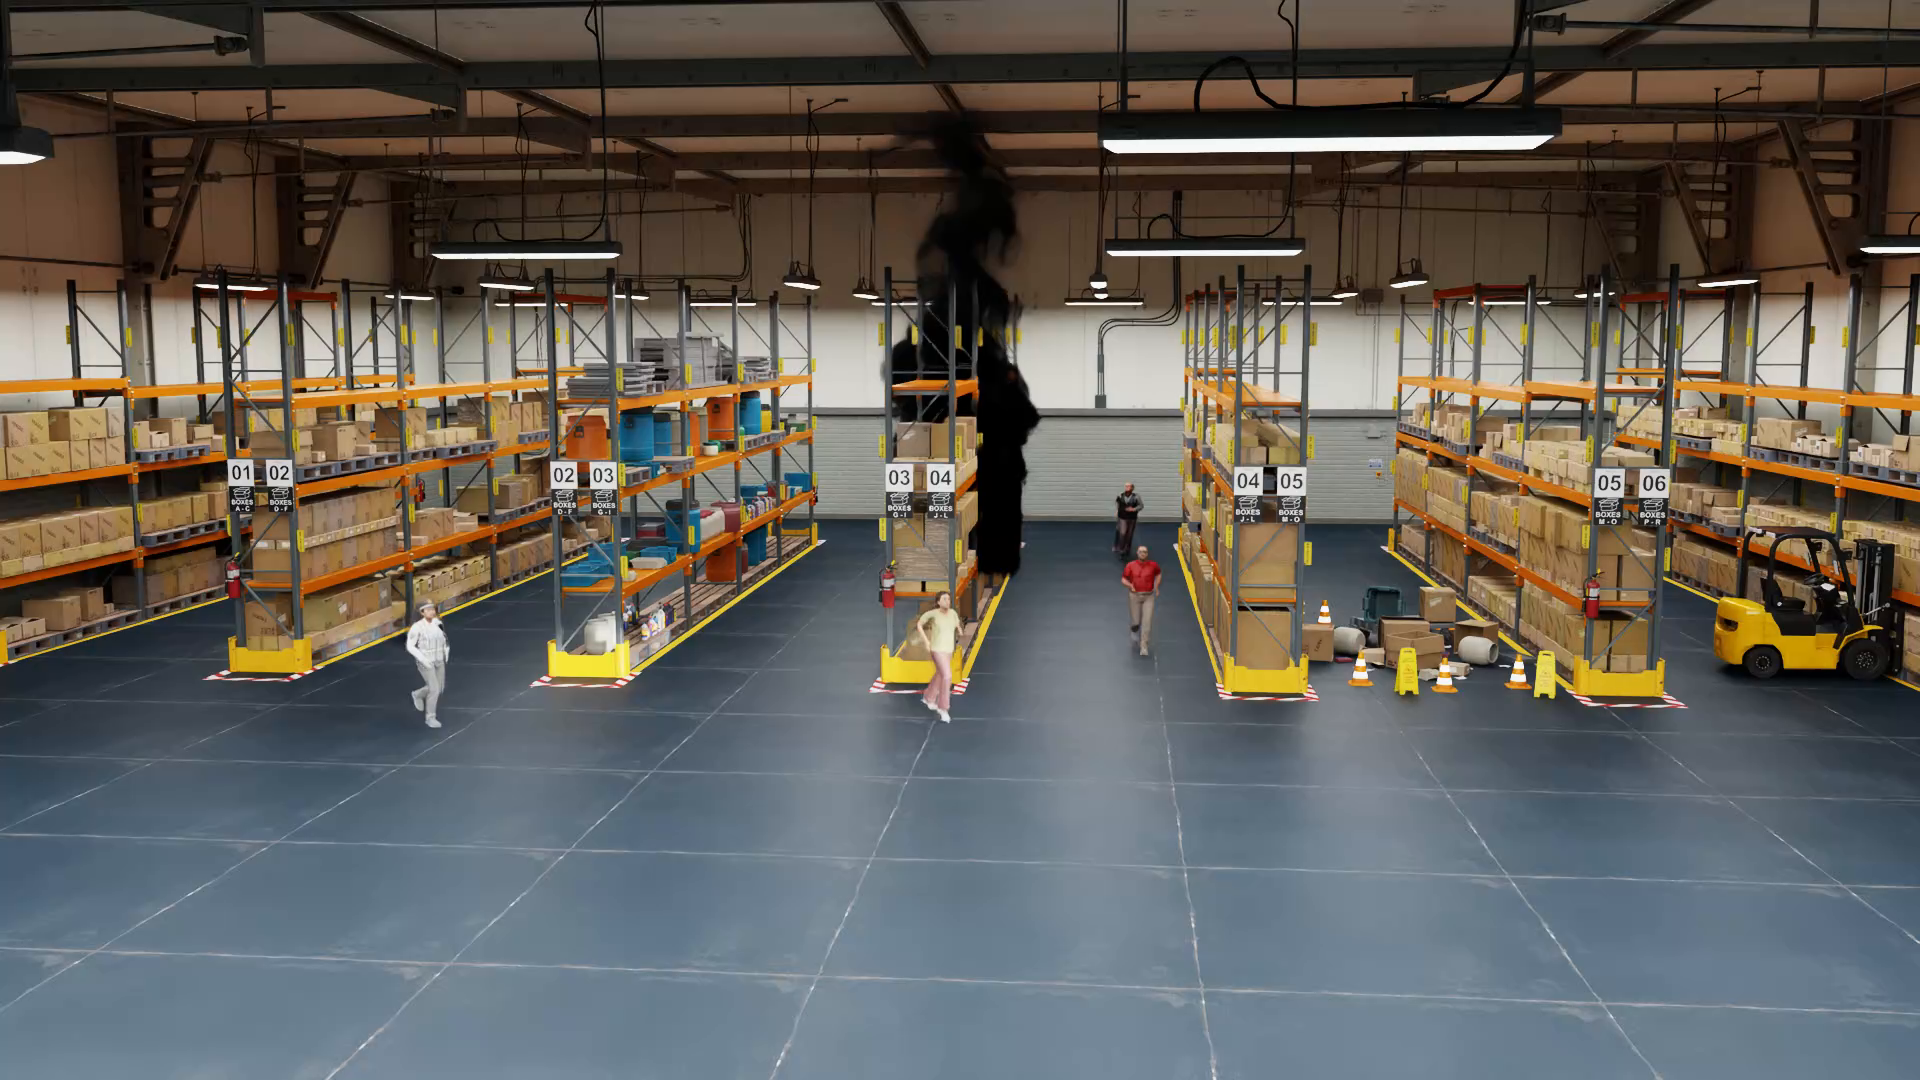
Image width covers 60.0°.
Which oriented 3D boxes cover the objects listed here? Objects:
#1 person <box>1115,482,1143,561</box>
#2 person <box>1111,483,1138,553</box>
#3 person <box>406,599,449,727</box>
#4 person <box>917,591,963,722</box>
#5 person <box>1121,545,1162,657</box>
[{"bbox_3d":[3.827,-0.440,37.692,0.653,1.752,0.865,1,7,9],"label":"person"},{"bbox_3d":[3.920,-0.529,38.978,0.607,1.648,0.712,3,7,22],"label":"person"},{"bbox_3d":[-6.917,1.574,21.583,0.578,1.681,0.626,5,8,35],"label":"person"},{"bbox_3d":[-0.256,1.505,22.040,0.569,1.718,0.748,-6,9,-39],"label":"person"},{"bbox_3d":[2.901,0.942,26.490,0.663,1.708,0.923,0,7,1],"label":"person"}]
